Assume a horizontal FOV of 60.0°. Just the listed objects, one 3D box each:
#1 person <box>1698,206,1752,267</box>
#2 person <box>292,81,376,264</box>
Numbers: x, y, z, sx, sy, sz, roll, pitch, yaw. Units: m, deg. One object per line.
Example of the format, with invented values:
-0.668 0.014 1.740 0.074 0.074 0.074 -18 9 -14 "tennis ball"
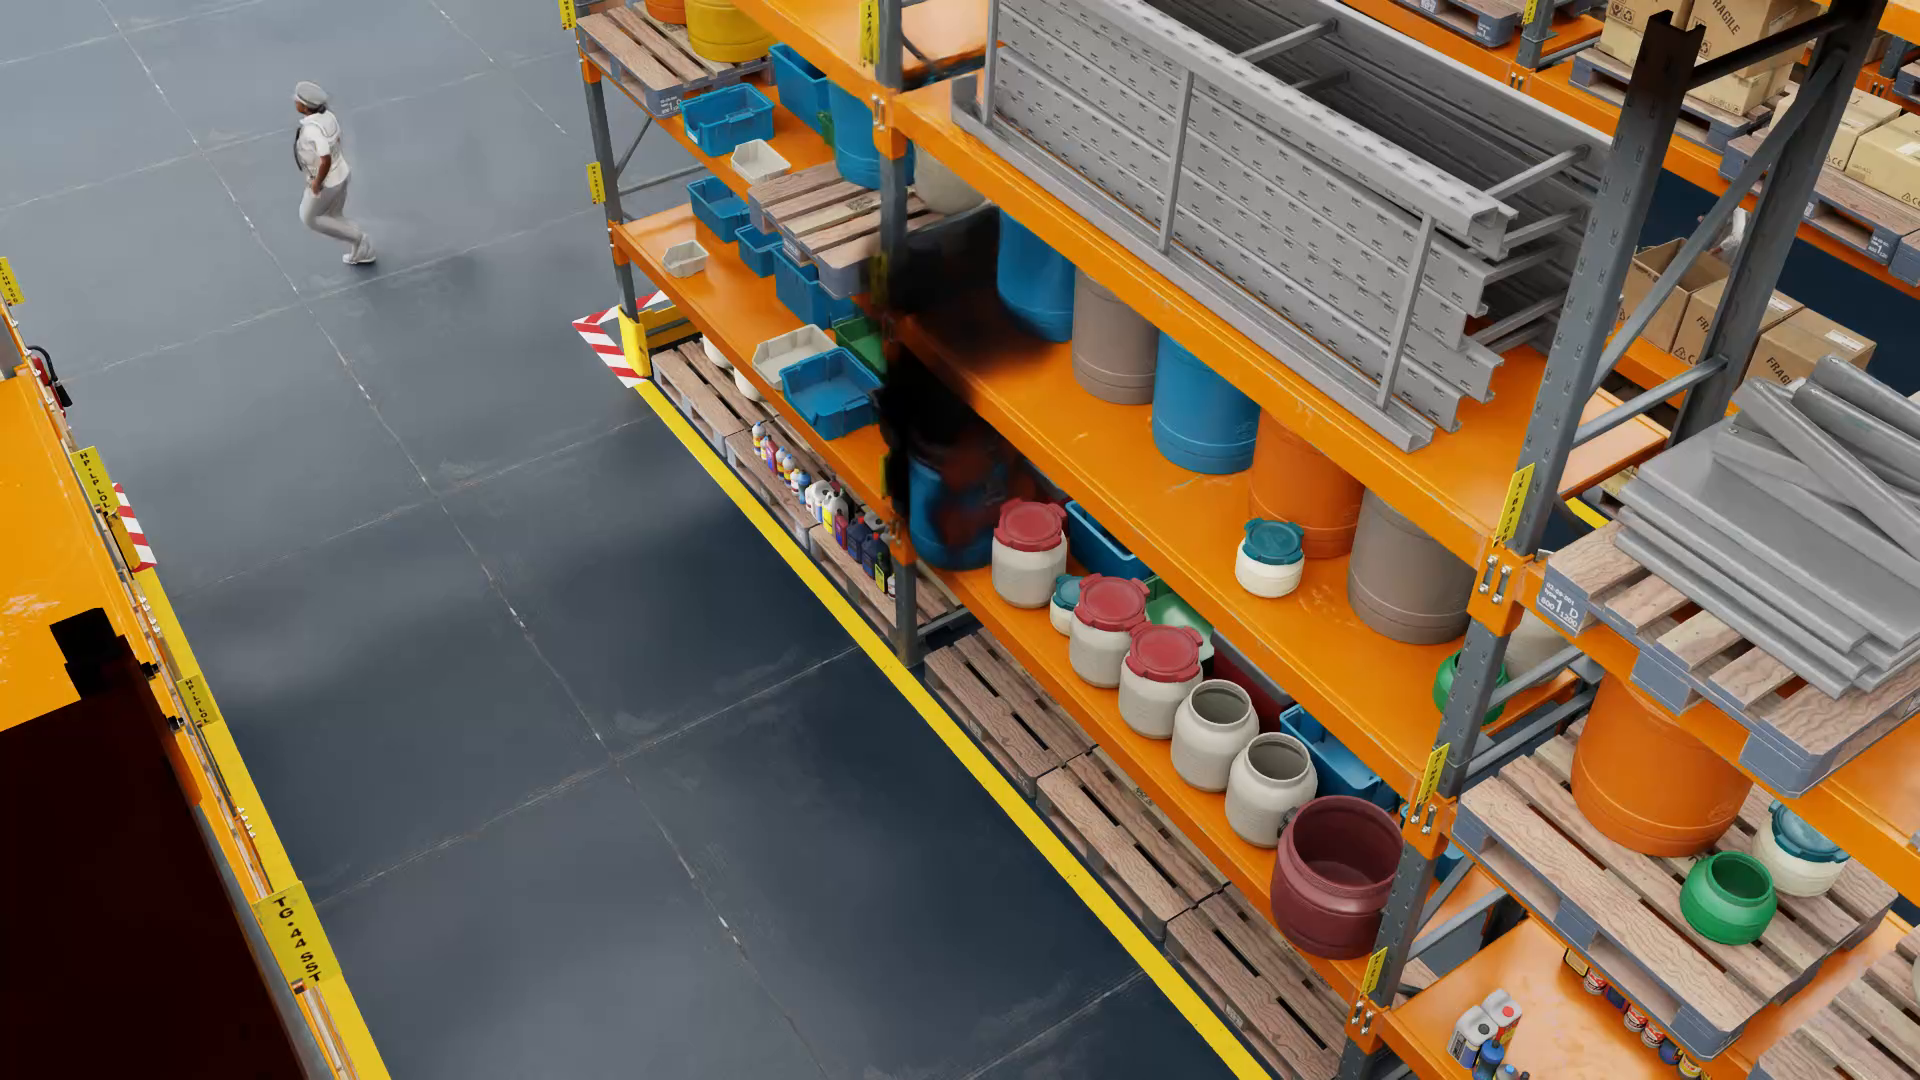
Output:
5.955 -2.226 13.024 0.546 1.550 0.635 -23 47 -23 "person"
-5.291 -3.008 13.813 0.492 1.664 0.587 2 43 2 "person"
